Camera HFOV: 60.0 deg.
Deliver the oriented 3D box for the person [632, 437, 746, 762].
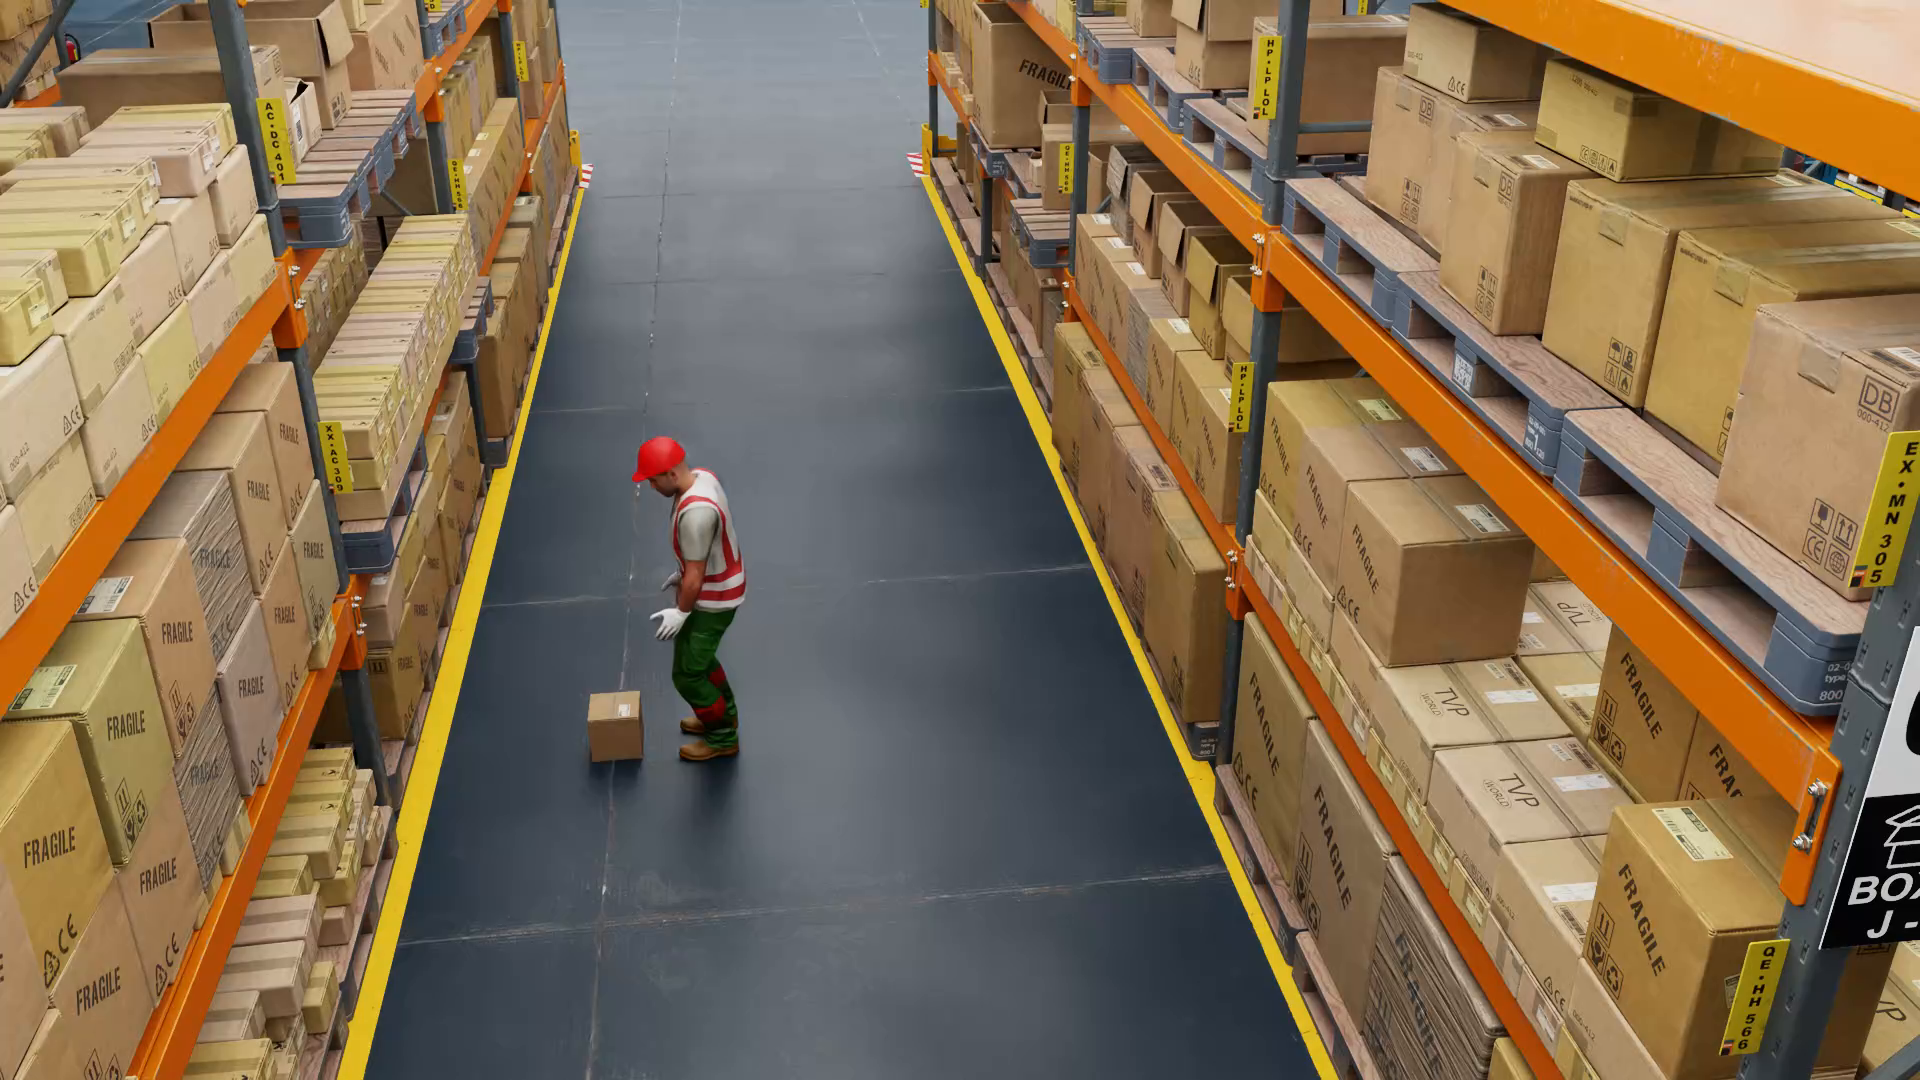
[{"bbox_3d":[-1.291,0.283,8.120,0.496,1.712,0.551,-3,27,-6],"label":"person"}]
